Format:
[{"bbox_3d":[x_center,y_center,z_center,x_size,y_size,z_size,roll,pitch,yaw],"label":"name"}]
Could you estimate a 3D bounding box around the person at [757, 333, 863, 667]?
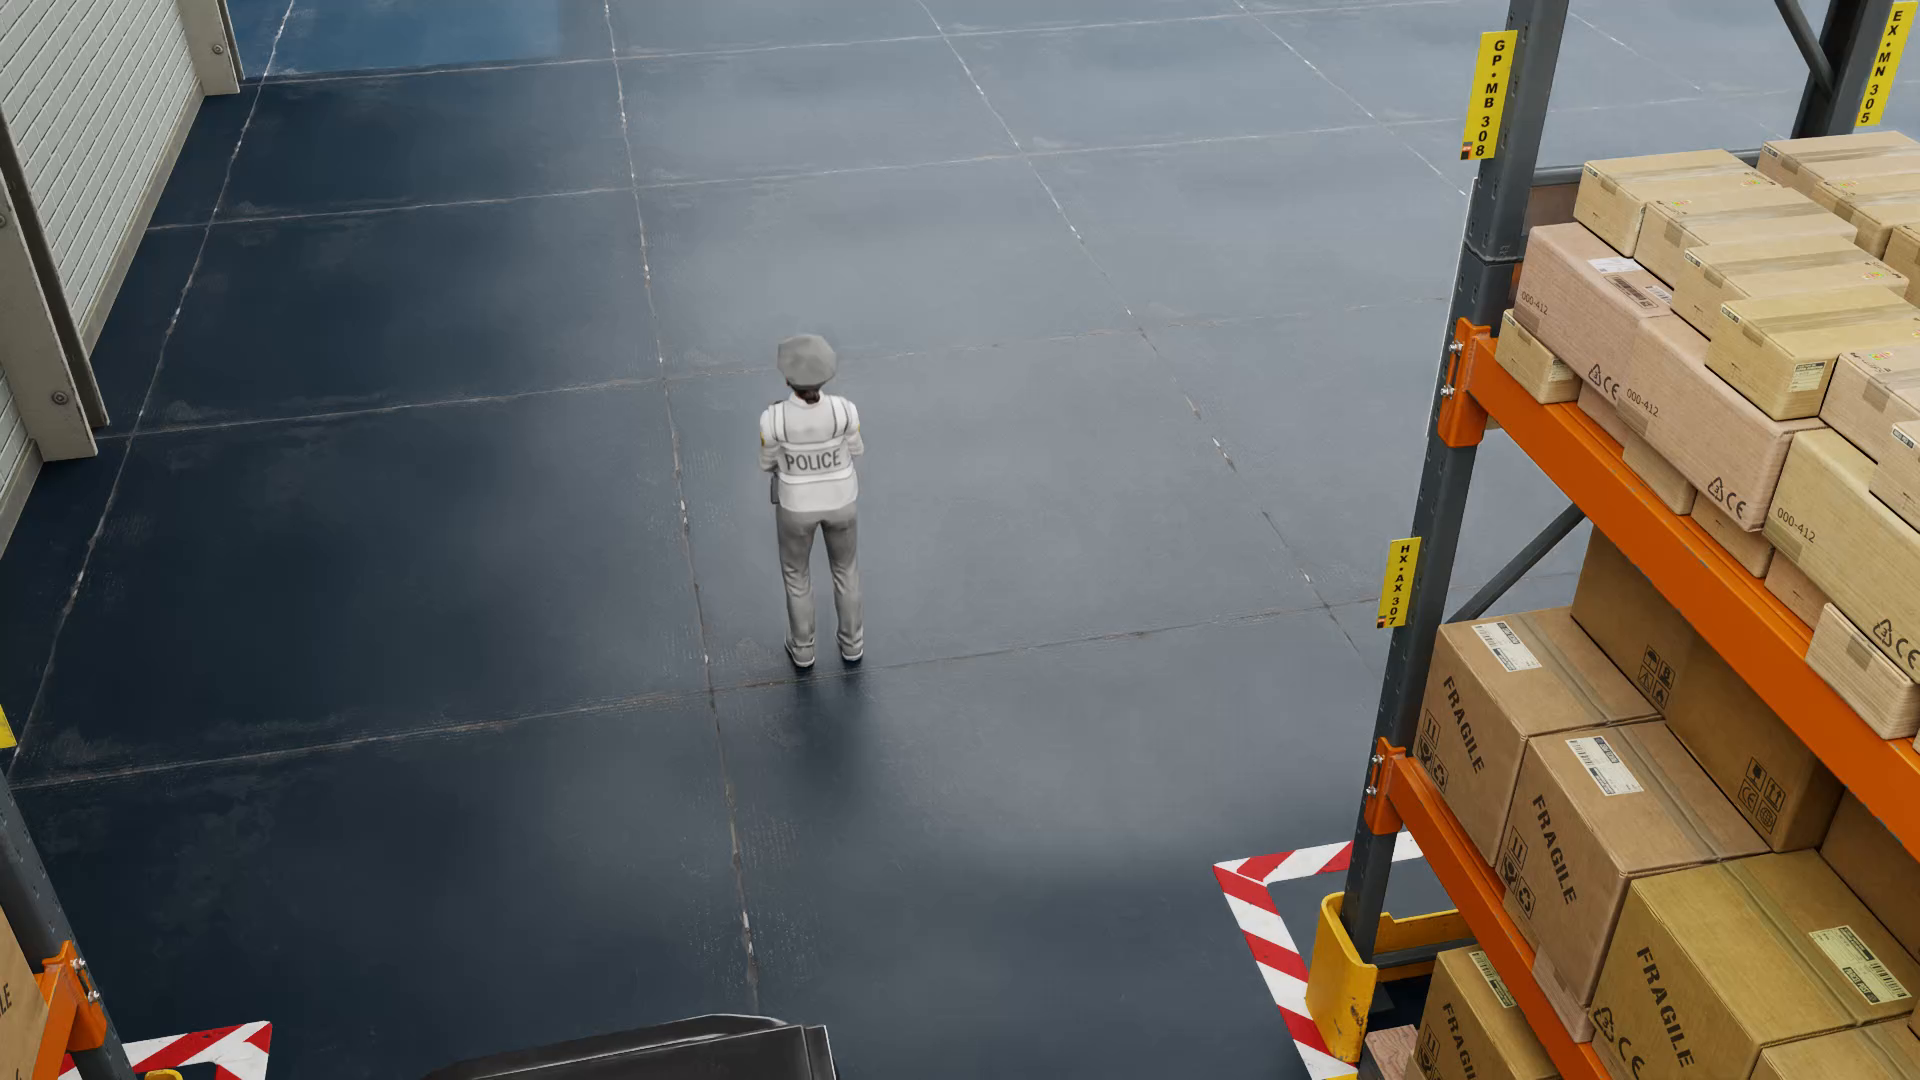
[{"bbox_3d":[-0.646,-0.174,7.371,0.463,1.688,0.459,-7,35,-10],"label":"person"}]
